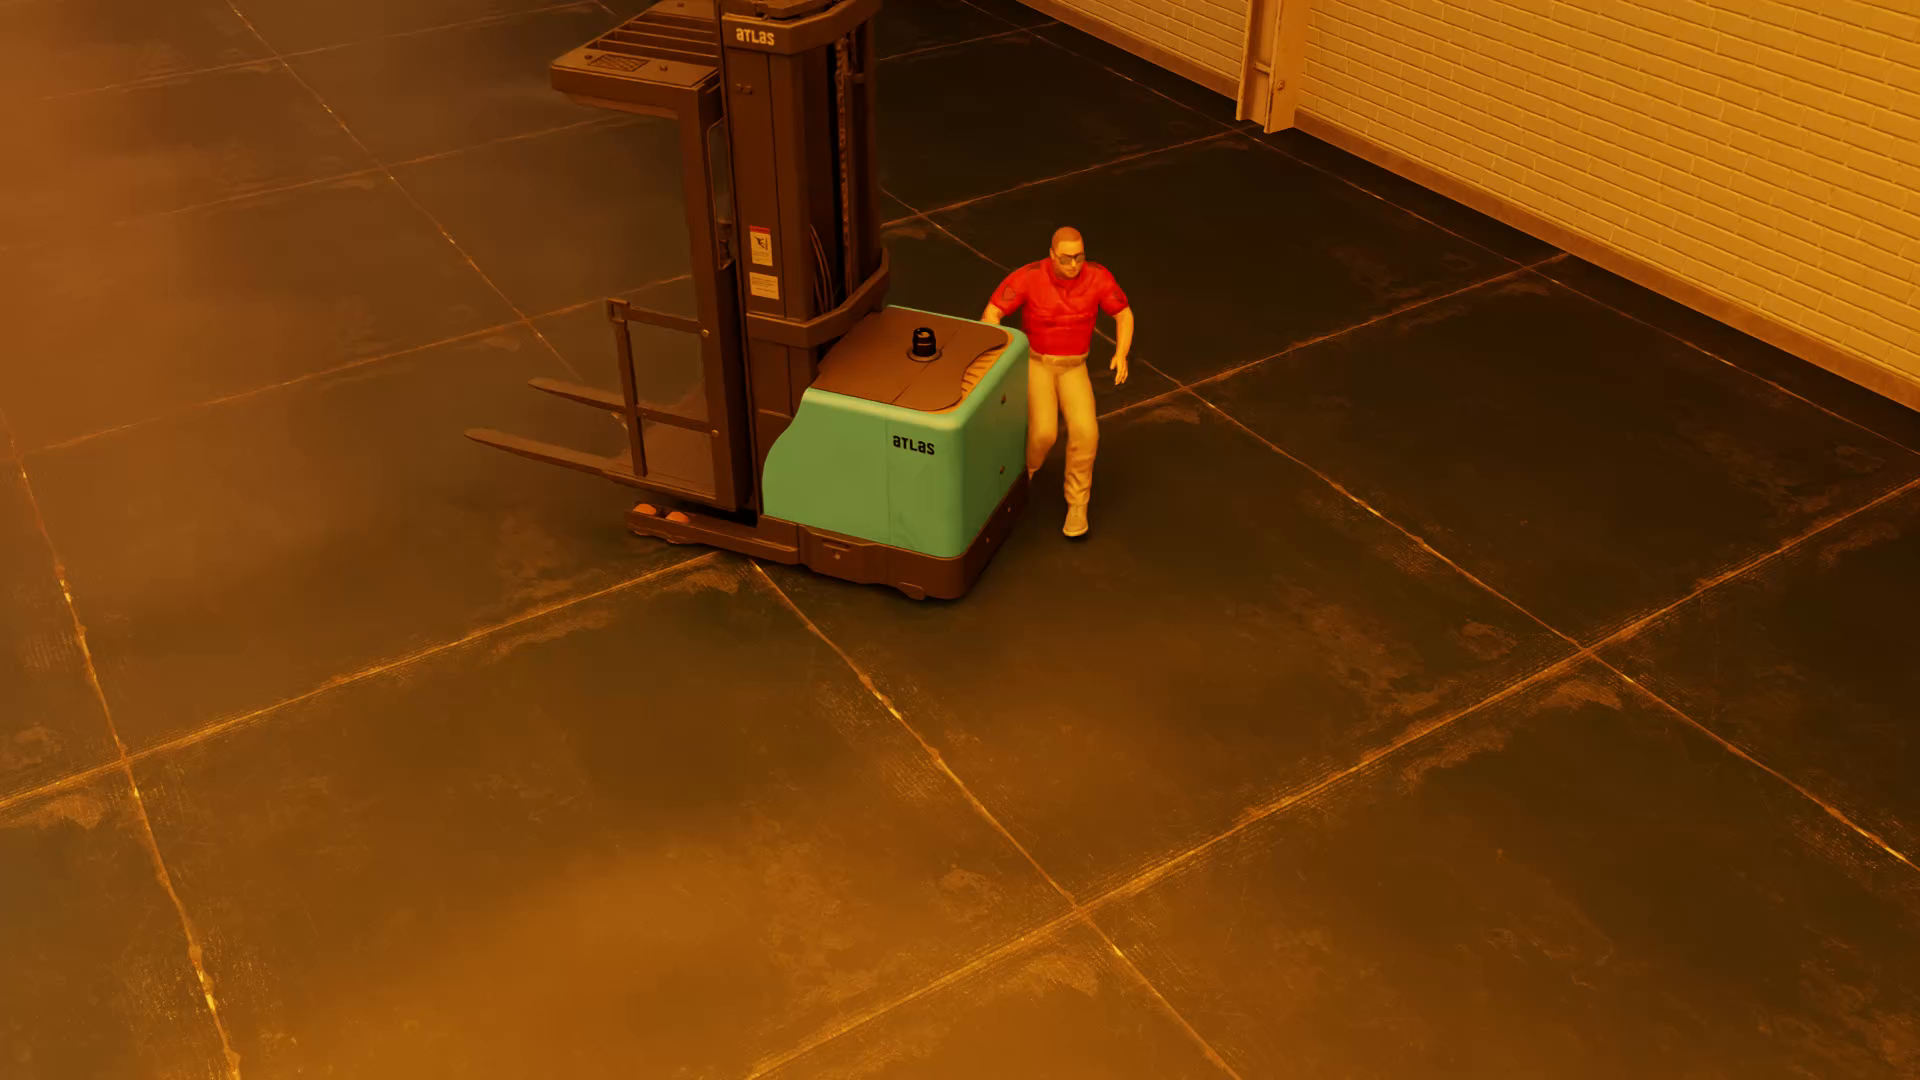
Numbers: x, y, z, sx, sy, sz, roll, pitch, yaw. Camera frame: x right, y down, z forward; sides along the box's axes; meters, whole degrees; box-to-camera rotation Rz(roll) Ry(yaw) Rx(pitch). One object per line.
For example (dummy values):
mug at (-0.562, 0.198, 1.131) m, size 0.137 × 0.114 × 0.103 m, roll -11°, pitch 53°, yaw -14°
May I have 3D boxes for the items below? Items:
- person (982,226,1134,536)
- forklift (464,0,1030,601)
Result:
person at (0.563, -0.817, 8.614) m, size 0.819 × 1.531 × 0.843 m, roll -9°, pitch 36°, yaw -13°
forklift at (-1.204, -1.442, 8.200) m, size 3.031 × 2.935 × 1.130 m, roll 13°, pitch 37°, yaw 18°
